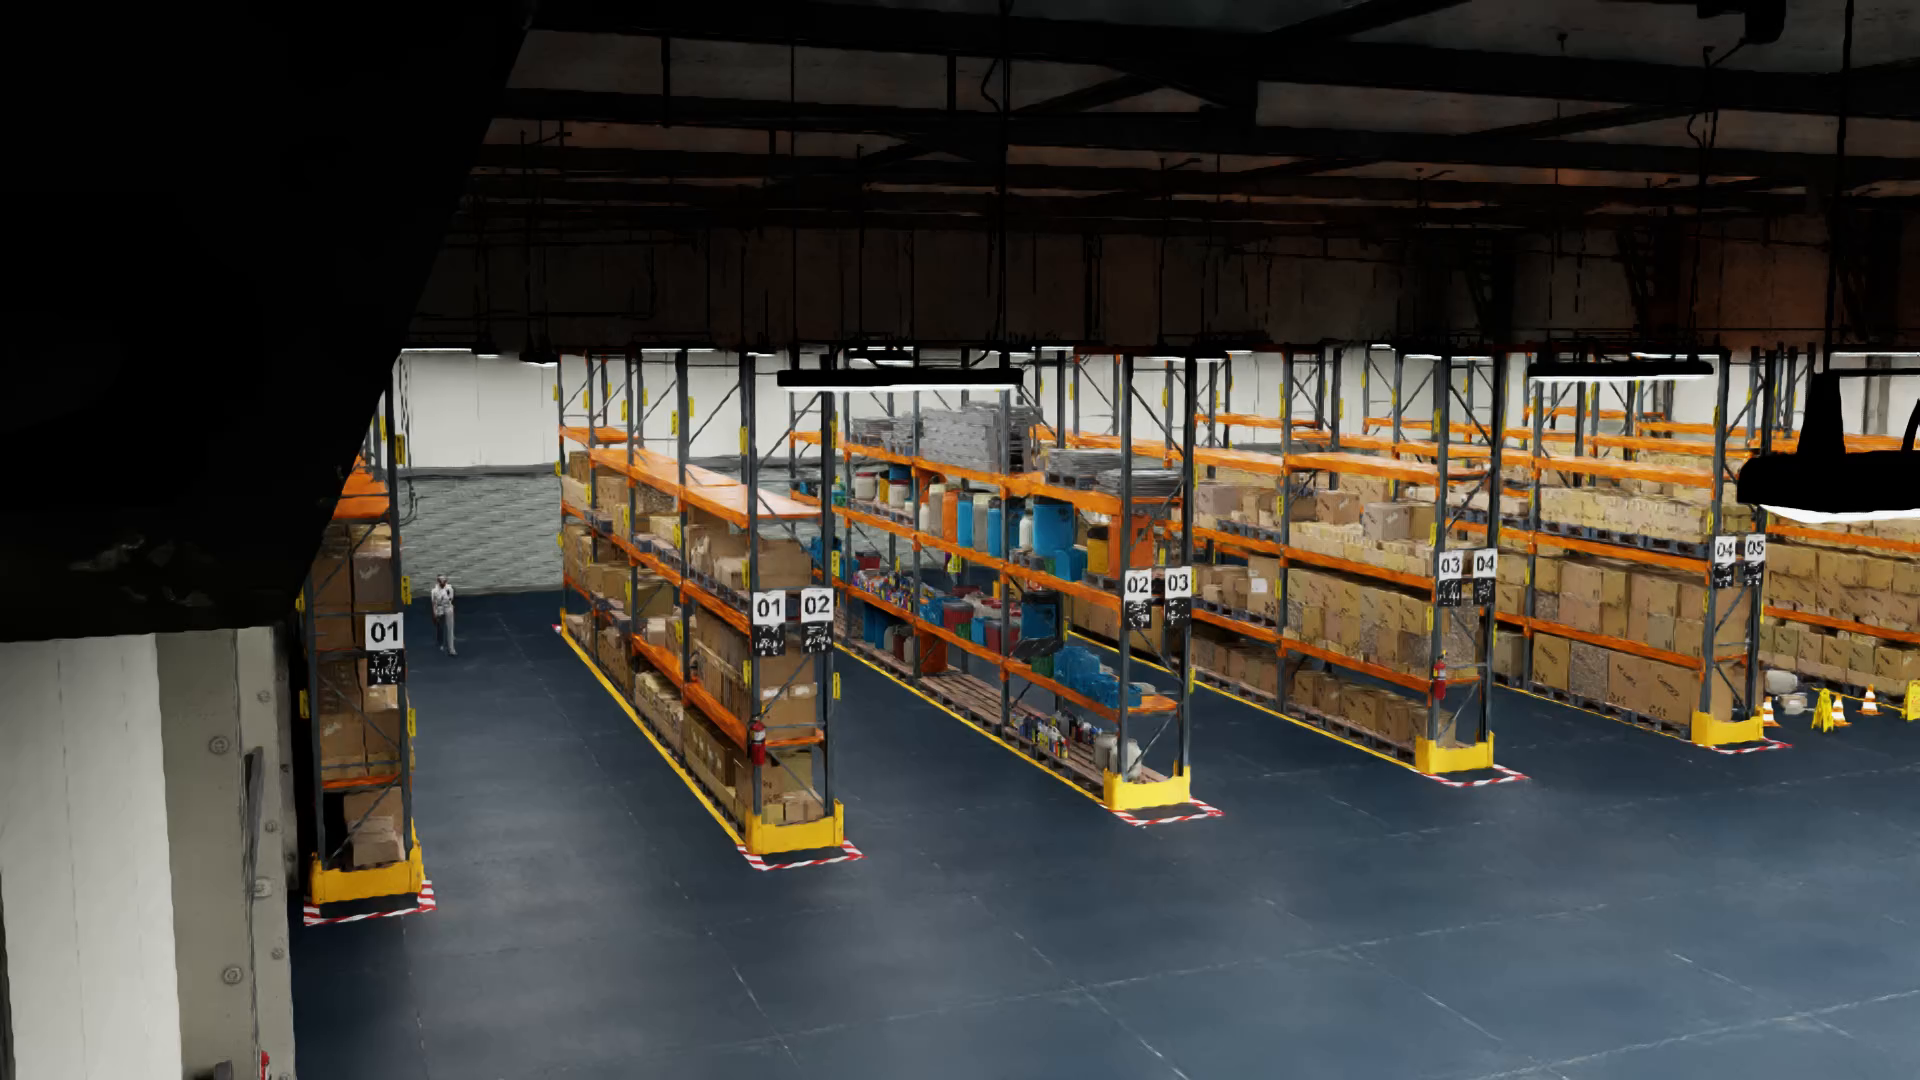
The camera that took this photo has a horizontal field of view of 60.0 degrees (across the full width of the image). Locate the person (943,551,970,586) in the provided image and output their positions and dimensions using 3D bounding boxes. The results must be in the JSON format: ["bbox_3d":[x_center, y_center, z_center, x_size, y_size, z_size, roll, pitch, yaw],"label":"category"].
[{"bbox_3d":[-0.044,0.716,37.560,0.575,1.689,1.128,-3,8,-23],"label":"person"}]

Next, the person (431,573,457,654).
[{"bbox_3d":[-10.088,1.412,32.454,0.456,1.585,1.088,-2,8,-19],"label":"person"}]

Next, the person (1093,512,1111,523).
[{"bbox_3d":[3.820,-0.185,44.333,0.640,1.759,0.499,5,9,36],"label":"person"}]

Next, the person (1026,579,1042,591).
[{"bbox_3d":[1.452,1.128,33.940,0.588,1.782,0.667,-1,7,-4],"label":"person"}]
